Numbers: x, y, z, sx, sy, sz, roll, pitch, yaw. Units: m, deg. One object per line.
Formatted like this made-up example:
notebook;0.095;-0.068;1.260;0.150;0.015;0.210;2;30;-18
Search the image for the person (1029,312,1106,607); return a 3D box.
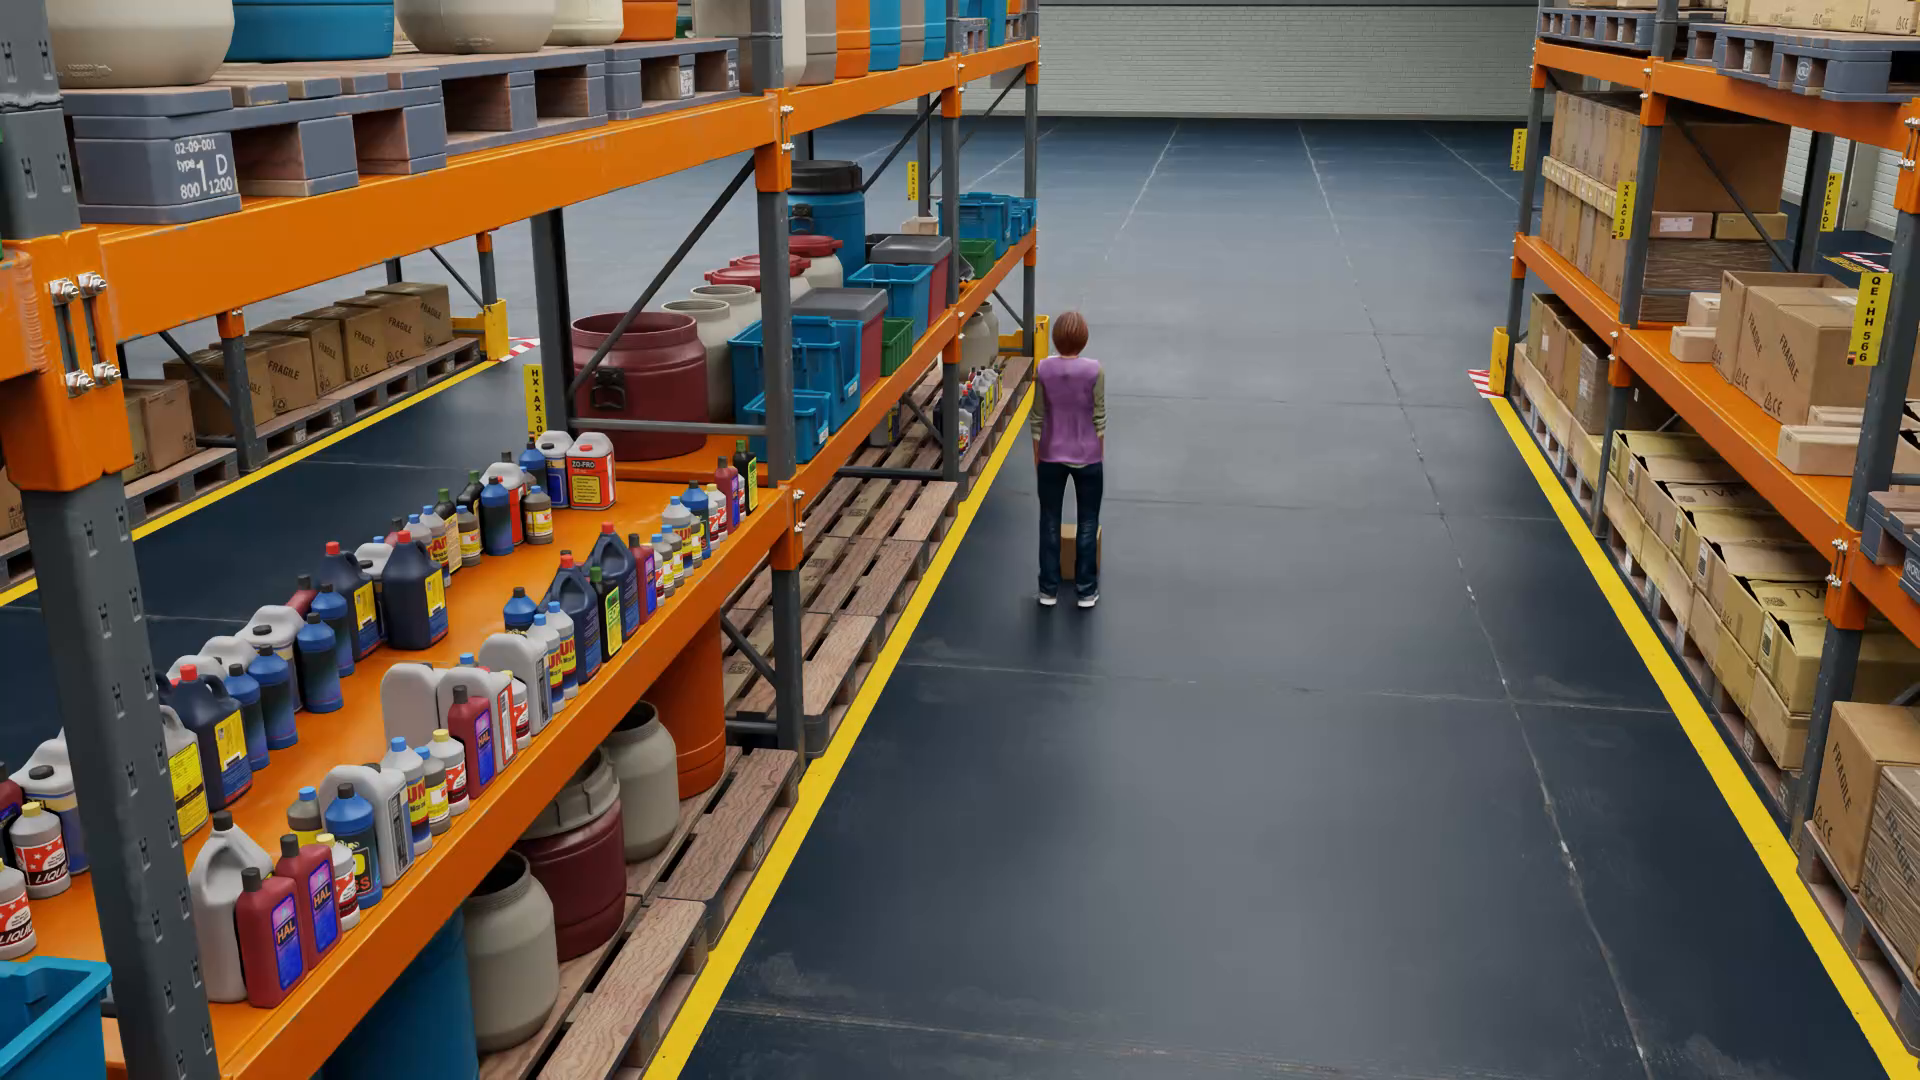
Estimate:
person;0.569;-0.414;8.866;0.408;1.584;0.299;3;18;10
